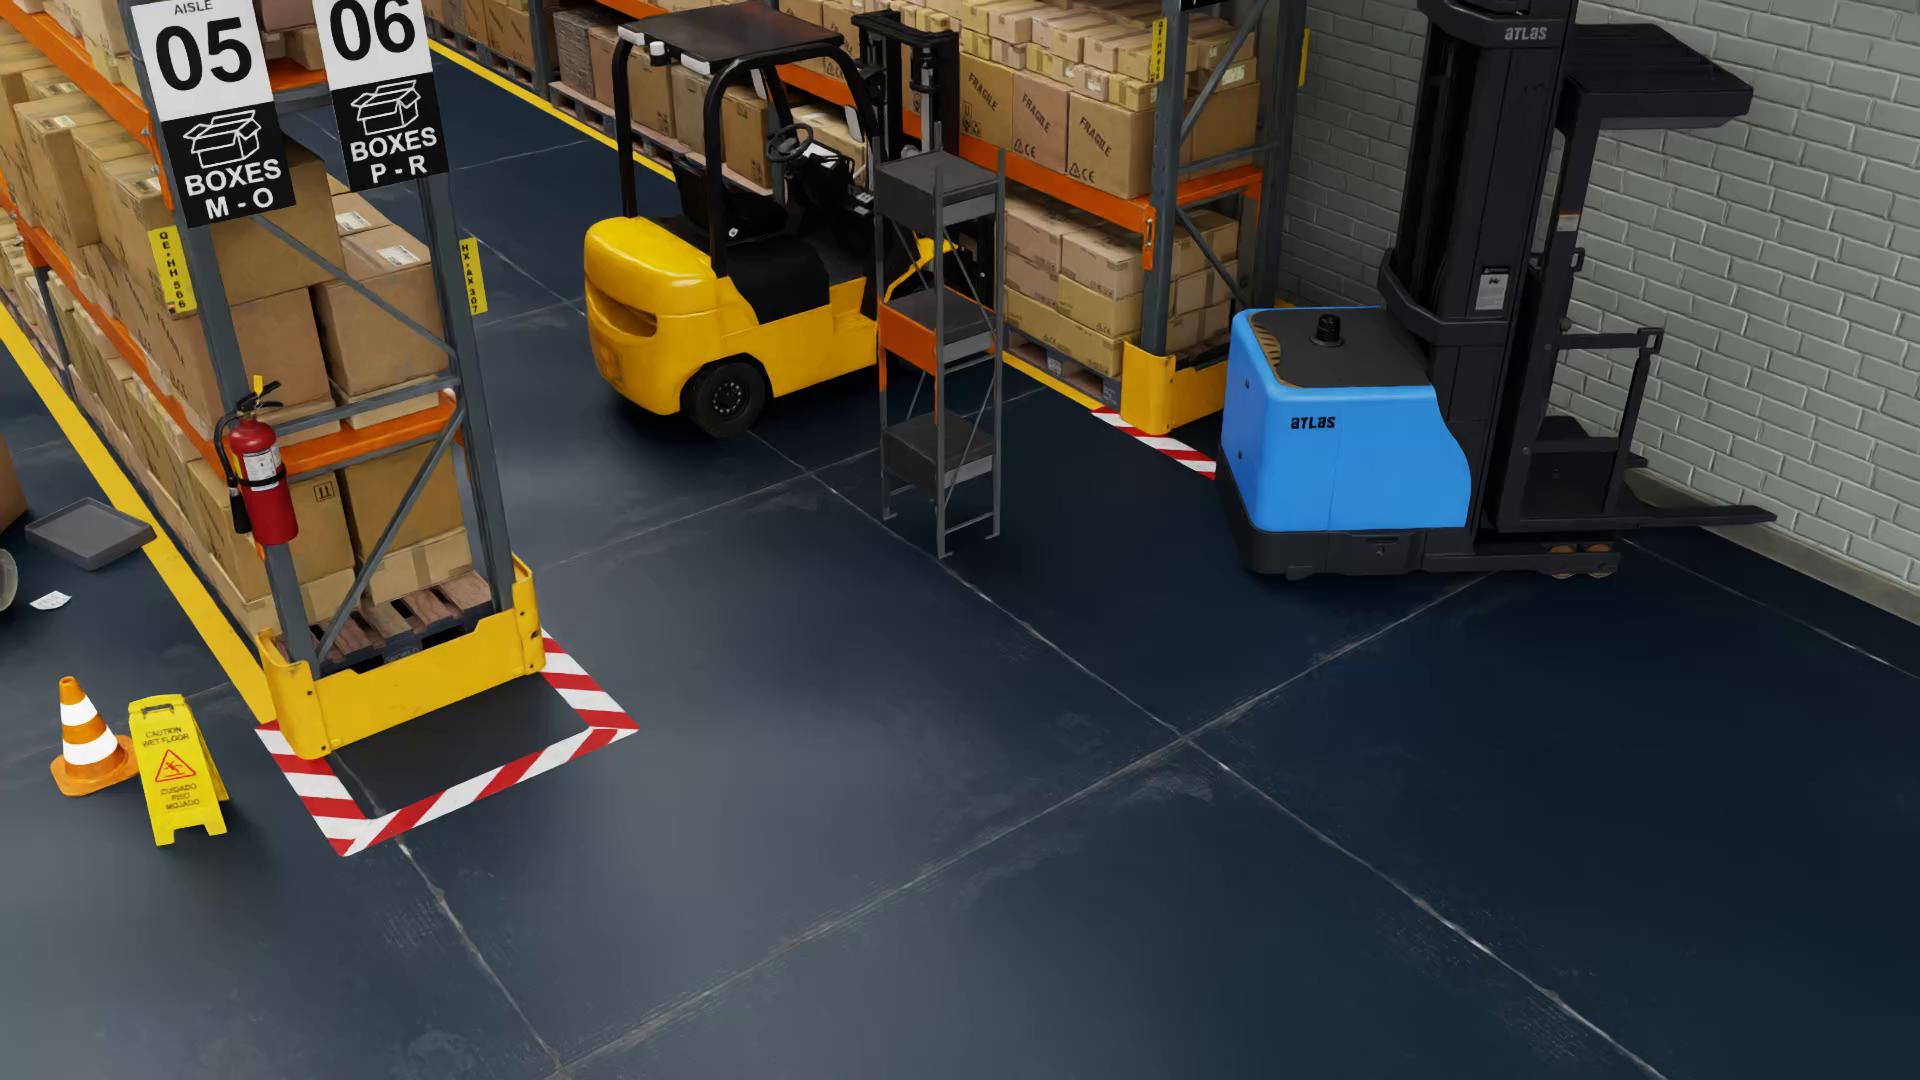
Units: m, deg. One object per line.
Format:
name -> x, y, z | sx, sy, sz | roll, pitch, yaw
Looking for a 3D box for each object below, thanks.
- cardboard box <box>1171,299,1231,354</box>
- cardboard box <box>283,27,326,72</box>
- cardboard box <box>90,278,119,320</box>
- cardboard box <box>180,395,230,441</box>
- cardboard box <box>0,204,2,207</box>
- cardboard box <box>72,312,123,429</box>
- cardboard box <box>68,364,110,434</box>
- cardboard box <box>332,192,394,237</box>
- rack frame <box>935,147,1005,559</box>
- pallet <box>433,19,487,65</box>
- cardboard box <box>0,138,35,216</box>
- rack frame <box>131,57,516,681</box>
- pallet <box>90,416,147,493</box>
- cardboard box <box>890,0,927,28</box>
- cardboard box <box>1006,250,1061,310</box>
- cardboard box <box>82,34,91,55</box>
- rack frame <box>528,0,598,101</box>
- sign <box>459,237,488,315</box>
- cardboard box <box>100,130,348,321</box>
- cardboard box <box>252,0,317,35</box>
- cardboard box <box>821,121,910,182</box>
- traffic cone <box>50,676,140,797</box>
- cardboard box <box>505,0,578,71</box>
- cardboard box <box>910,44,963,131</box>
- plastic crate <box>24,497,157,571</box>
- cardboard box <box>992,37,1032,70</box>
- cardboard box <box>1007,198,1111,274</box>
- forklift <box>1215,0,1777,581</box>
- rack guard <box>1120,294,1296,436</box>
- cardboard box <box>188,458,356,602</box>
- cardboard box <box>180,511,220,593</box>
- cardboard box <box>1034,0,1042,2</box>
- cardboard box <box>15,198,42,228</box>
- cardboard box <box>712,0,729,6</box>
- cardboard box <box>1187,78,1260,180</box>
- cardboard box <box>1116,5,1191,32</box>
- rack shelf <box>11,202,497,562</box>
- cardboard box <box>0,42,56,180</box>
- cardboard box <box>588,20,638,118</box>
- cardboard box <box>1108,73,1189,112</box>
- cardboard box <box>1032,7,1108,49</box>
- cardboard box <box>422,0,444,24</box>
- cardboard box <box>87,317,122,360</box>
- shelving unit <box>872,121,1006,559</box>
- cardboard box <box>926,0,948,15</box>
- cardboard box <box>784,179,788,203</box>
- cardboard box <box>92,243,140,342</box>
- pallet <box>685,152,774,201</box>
cardboard box -> 1.334, -1.421, 10.402 | 0.500, 0.250, 0.500 | -22, 38, -31
cardboard box -> -2.385, -1.946, 6.435 | 0.380, 0.149, 0.250 | -22, 38, -31
cardboard box -> -3.997, -1.228, 8.122 | 0.380, 0.149, 0.250 | -22, 38, -32
cardboard box -> -3.079, -0.584, 7.086 | 0.380, 0.149, 0.250 | -23, 38, -32
cardboard box -> -6.546, -2.387, 11.844 | 0.950, 0.372, 0.625 | -23, 39, -32
cardboard box -> -4.405, -0.978, 8.979 | 0.500, 0.500, 0.500 | -21, 37, -30
cardboard box -> -4.742, -0.879, 9.530 | 0.500, 0.250, 0.500 | -24, 39, -33
cardboard box -> -2.829, -1.206, 7.472 | 0.500, 0.500, 0.500 | -21, 38, -30
rack frame -> 0.048, -0.859, 8.143 | 0.400, 2.100, 0.015 | -22, 38, -31
pallet -> -4.597, -5.123, 16.799 | 1.003, 0.211, 1.213 | -22, 38, -31
cardboard box -> -4.841, -2.097, 8.907 | 0.500, 0.500, 0.500 | -22, 38, -32
rack frame -> -2.438, -0.535, 6.768 | 1.000, 3.000, 0.127 | -22, 38, -31
pallet -> -4.451, -0.749, 9.756 | 1.003, 0.211, 1.213 | -22, 38, -31
cardboard box -> -0.222, -3.367, 10.618 | 0.380, 0.149, 0.250 | -24, 39, -33
cardboard box -> 0.636, -1.679, 10.345 | 0.500, 0.250, 0.500 | -23, 38, -32
cardboard box -> -3.192, -1.975, 6.483 | 0.380, 0.149, 0.250 | -21, 38, -30
rack frame -> -3.425, -5.476, 14.725 | 1.000, 3.000, 0.127 | -22, 38, -31
sign -> -2.009, -1.078, 6.822 | 0.100, 0.325, 0.005 | -22, 38, -31
cardboard box -> -2.924, -1.271, 6.629 | 0.700, 0.500, 0.500 | -23, 39, -33
cardboard box -> -2.536, -2.167, 6.414 | 0.500, 0.250, 0.500 | -23, 39, -32
cardboard box -> -0.618, -2.725, 11.555 | 0.500, 0.250, 0.500 | -22, 38, -31
traffic cone -> -3.721, 0.781, 7.054 | 0.336, 0.463, 0.334 | -22, 38, -31
cardboard box -> -3.854, -4.700, 15.445 | 0.500, 0.500, 0.500 | -21, 38, -30
cardboard box -> 0.029, -2.944, 10.552 | 0.500, 0.500, 0.500 | -22, 38, -31
plastic crate -> -4.576, -0.042, 8.742 | 0.583, 0.080, 0.402 | 18, 36, 27
cardboard box -> 0.412, -2.942, 9.934 | 0.380, 0.149, 0.250 | -24, 39, -33
cardboard box -> 0.634, -1.879, 10.193 | 0.500, 0.250, 0.500 | -22, 38, -31
forklift -> 2.935, -1.328, 8.111 | 3.031, 2.935, 1.130 | -2, 32, -3
rack guard -> 1.495, -1.070, 10.000 | 1.175, 0.500, 0.348 | -22, 38, -31
cardboard box -> -3.135, -0.113, 7.587 | 0.500, 0.500, 0.500 | -22, 38, -31
cardboard box -> -3.458, -0.013, 8.137 | 0.500, 0.250, 0.500 | -22, 38, -31
cardboard box -> 0.518, -3.450, 10.470 | 0.380, 0.149, 0.250 | -22, 38, -31
cardboard box -> -4.951, -1.860, 9.140 | 0.380, 0.149, 0.250 | -22, 38, -32
cardboard box -> -1.488, -3.871, 12.282 | 0.500, 0.250, 0.500 | -21, 38, -30
cardboard box -> 1.396, -2.481, 9.807 | 0.500, 0.500, 0.500 | -21, 37, -30
cardboard box -> 1.137, -3.021, 9.780 | 0.380, 0.149, 0.250 | -21, 38, -31
rack shelf -> -3.664, -1.063, 8.300 | 1.077, 0.370, 4.000 | -22, 38, -31
cardboard box -> -4.210, -2.104, 7.970 | 0.700, 0.500, 0.500 | -23, 39, -32
cardboard box -> -2.646, -4.112, 14.380 | 0.875, 0.625, 0.625 | -21, 37, -30
cardboard box -> 1.047, -2.514, 9.245 | 0.380, 0.149, 0.250 | -22, 38, -31
cardboard box -> 0.643, -2.989, 9.727 | 0.380, 0.149, 0.250 | -22, 38, -31
cardboard box -> -5.122, -5.557, 16.826 | 0.500, 0.500, 0.500 | -24, 39, -33
cardboard box -> -4.229, -1.077, 8.523 | 0.380, 0.149, 0.250 | -20, 37, -29
shelving unit -> -0.101, -0.961, 8.307 | 0.431, 2.100, 0.503 | -22, 38, -31
cardboard box -> 0.008, -3.416, 10.415 | 0.380, 0.149, 0.250 | -22, 38, -31
cardboard box -> -0.937, -2.511, 12.158 | 0.500, 0.250, 0.500 | -22, 38, -31
cardboard box -> -3.596, -1.261, 7.560 | 0.500, 0.500, 0.500 | -22, 38, -32
pallet -> -1.455, -2.919, 13.250 | 1.003, 0.211, 1.213 | -22, 38, -31
